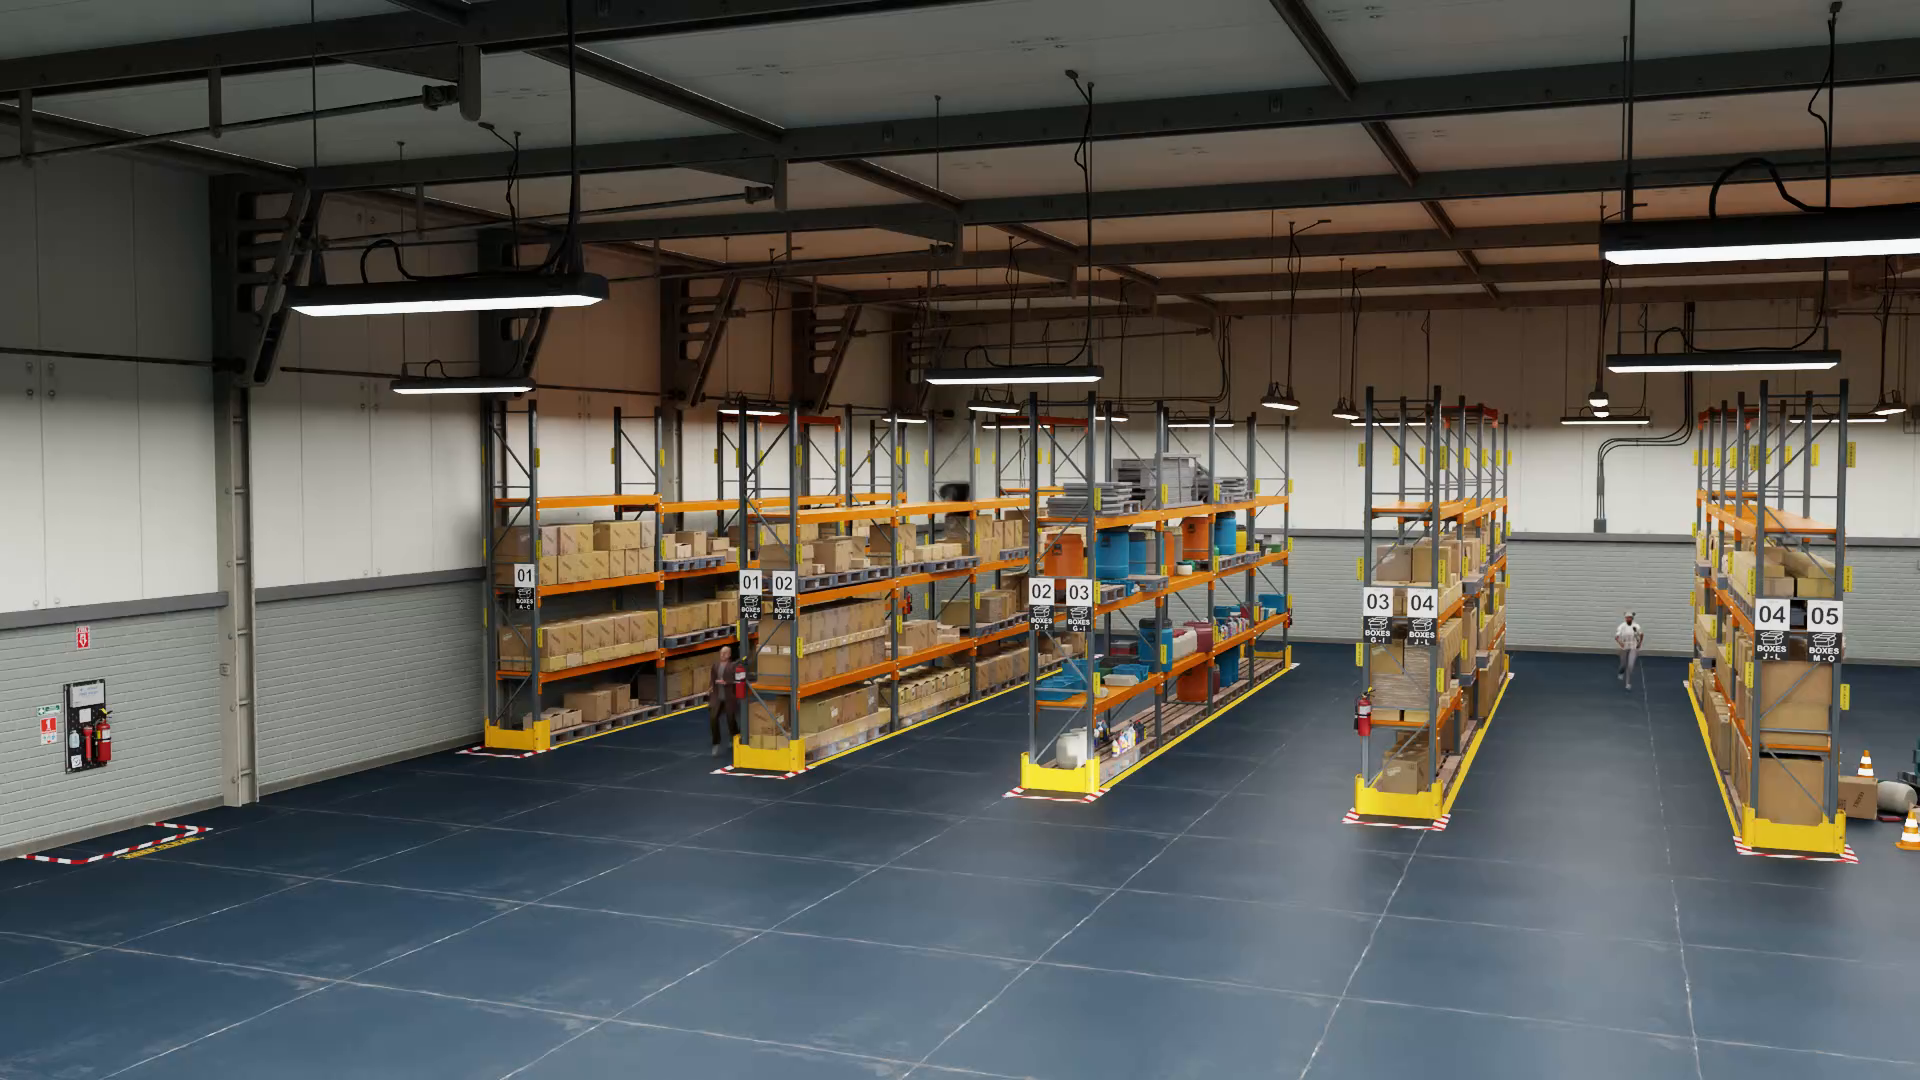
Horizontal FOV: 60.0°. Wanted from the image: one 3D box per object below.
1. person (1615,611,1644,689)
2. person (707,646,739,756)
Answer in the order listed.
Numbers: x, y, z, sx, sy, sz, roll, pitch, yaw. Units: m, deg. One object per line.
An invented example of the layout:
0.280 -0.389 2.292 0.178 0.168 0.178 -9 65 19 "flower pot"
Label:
14.642 2.386 36.374 0.586 1.697 0.769 1 3 20 "person"
-3.992 2.766 28.239 0.669 1.748 0.838 1 3 12 "person"
